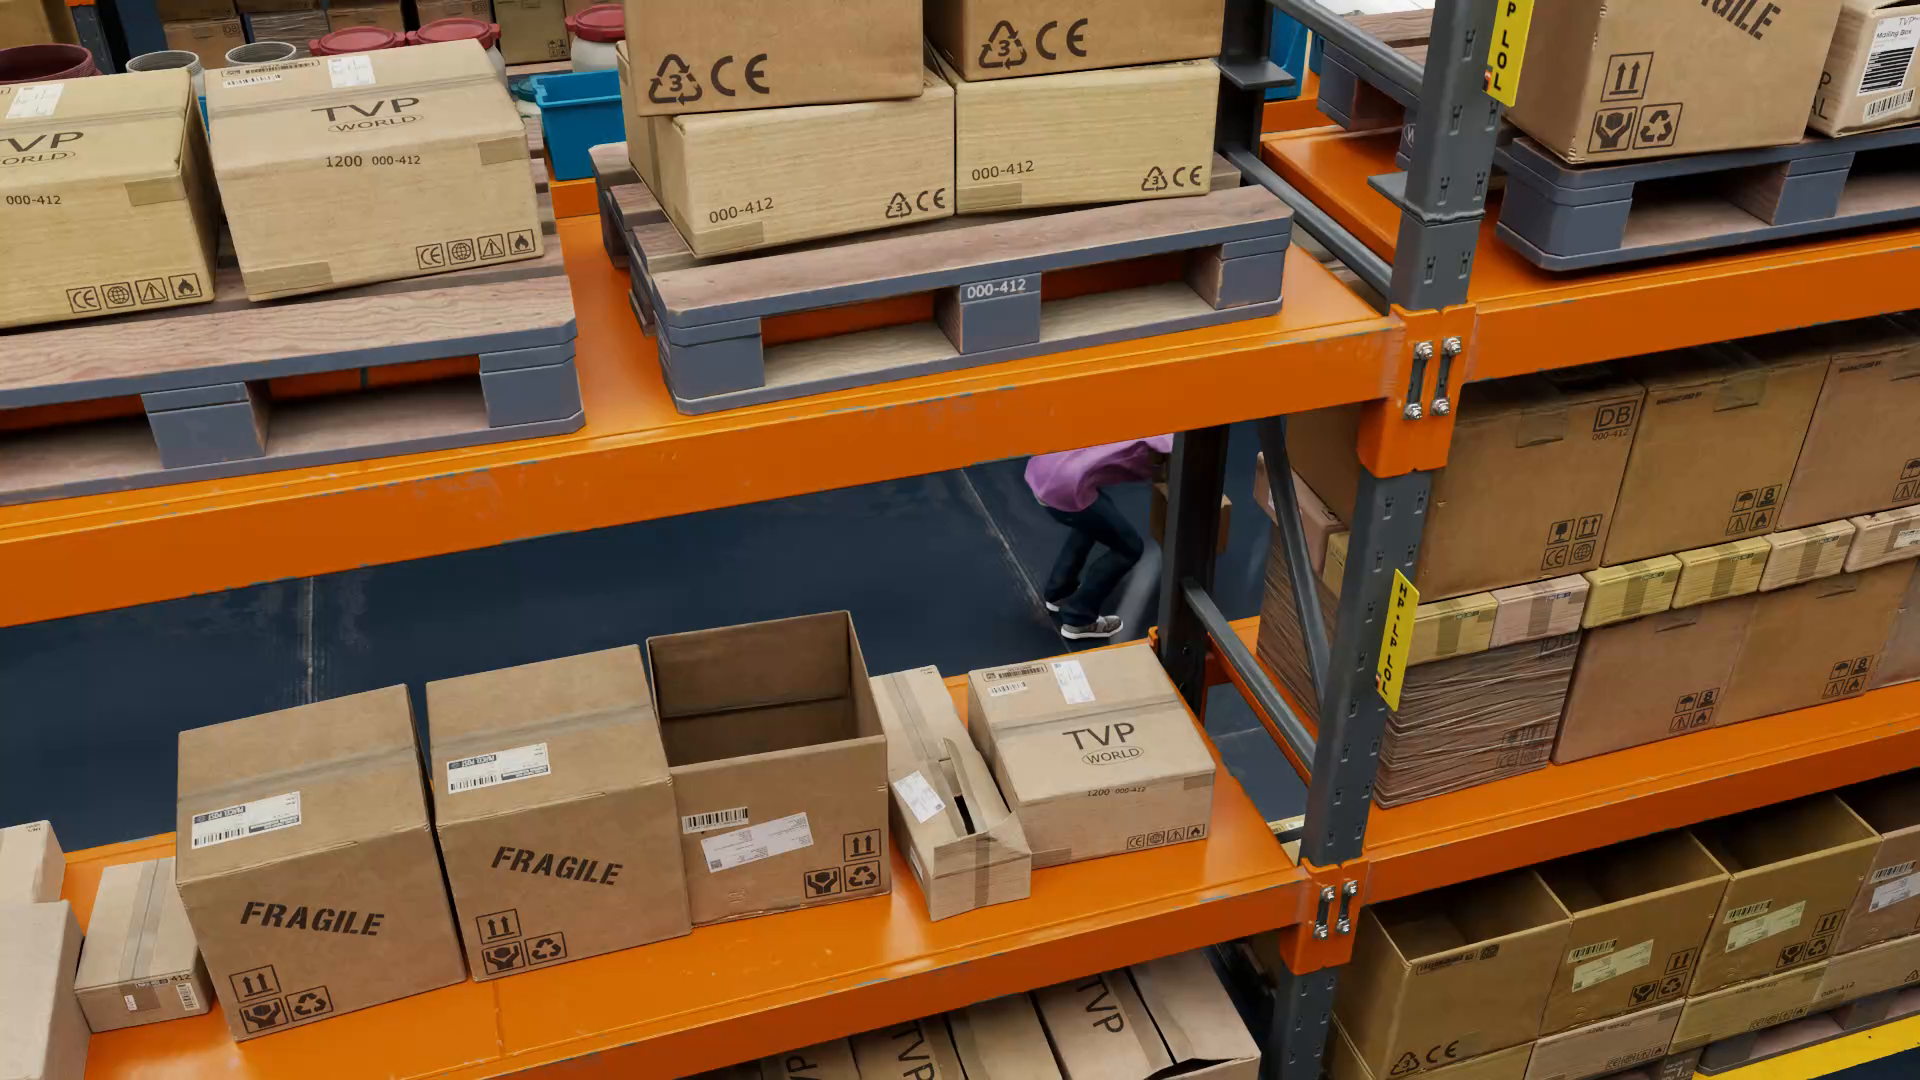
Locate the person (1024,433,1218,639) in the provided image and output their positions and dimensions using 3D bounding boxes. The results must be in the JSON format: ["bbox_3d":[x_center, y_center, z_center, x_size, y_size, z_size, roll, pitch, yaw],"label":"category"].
[{"bbox_3d":[0.676,-0.108,6.842,0.859,0.997,0.417,-12,36,-17],"label":"person"}]
